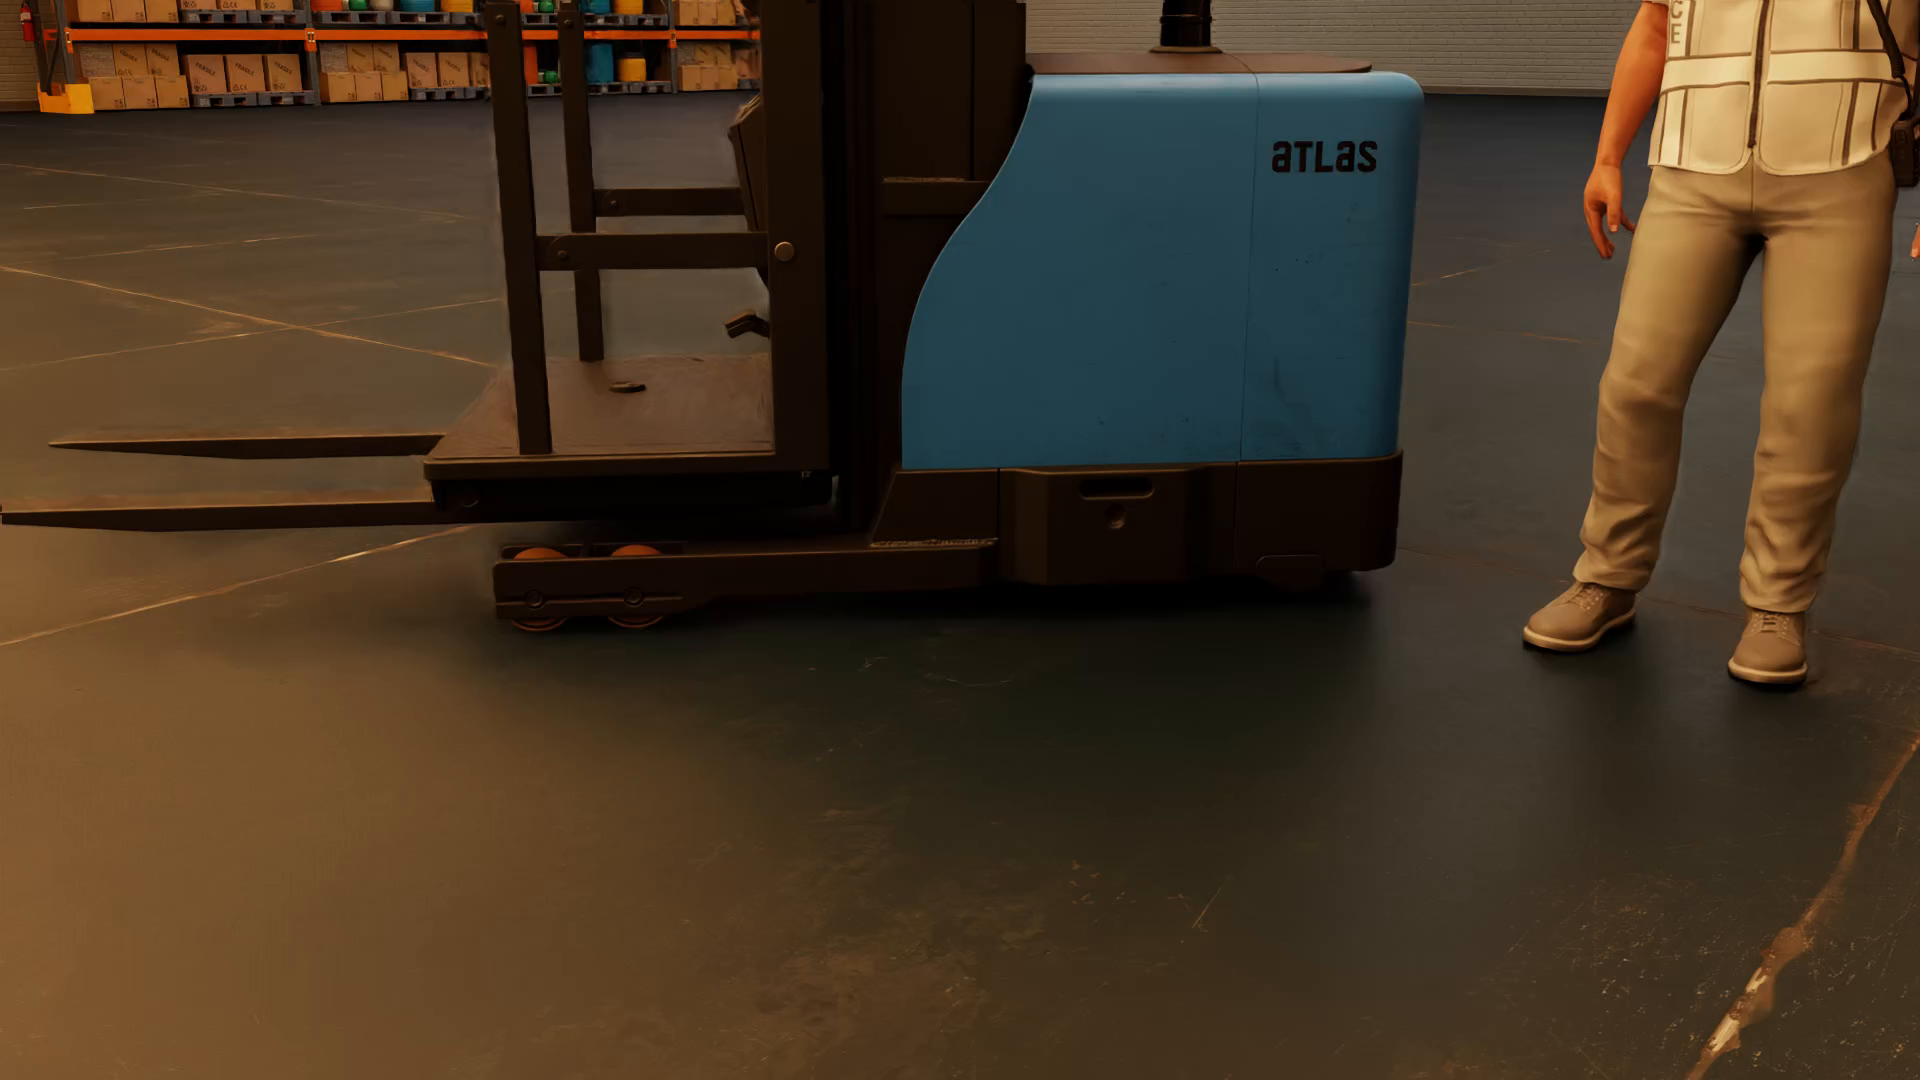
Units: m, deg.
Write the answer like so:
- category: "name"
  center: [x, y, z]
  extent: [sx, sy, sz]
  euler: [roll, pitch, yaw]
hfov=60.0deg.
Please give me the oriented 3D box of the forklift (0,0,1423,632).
- category: "forklift"
  center: [-0.618, -1.379, 3.439]
  extent: [3.031, 2.935, 1.130]
  euler: [-2, 17, -5]

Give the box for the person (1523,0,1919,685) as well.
- category: "person"
  center: [1.461, -0.644, 3.010]
  extent: [0.664, 1.773, 0.496]
  euler: [12, 21, 34]
